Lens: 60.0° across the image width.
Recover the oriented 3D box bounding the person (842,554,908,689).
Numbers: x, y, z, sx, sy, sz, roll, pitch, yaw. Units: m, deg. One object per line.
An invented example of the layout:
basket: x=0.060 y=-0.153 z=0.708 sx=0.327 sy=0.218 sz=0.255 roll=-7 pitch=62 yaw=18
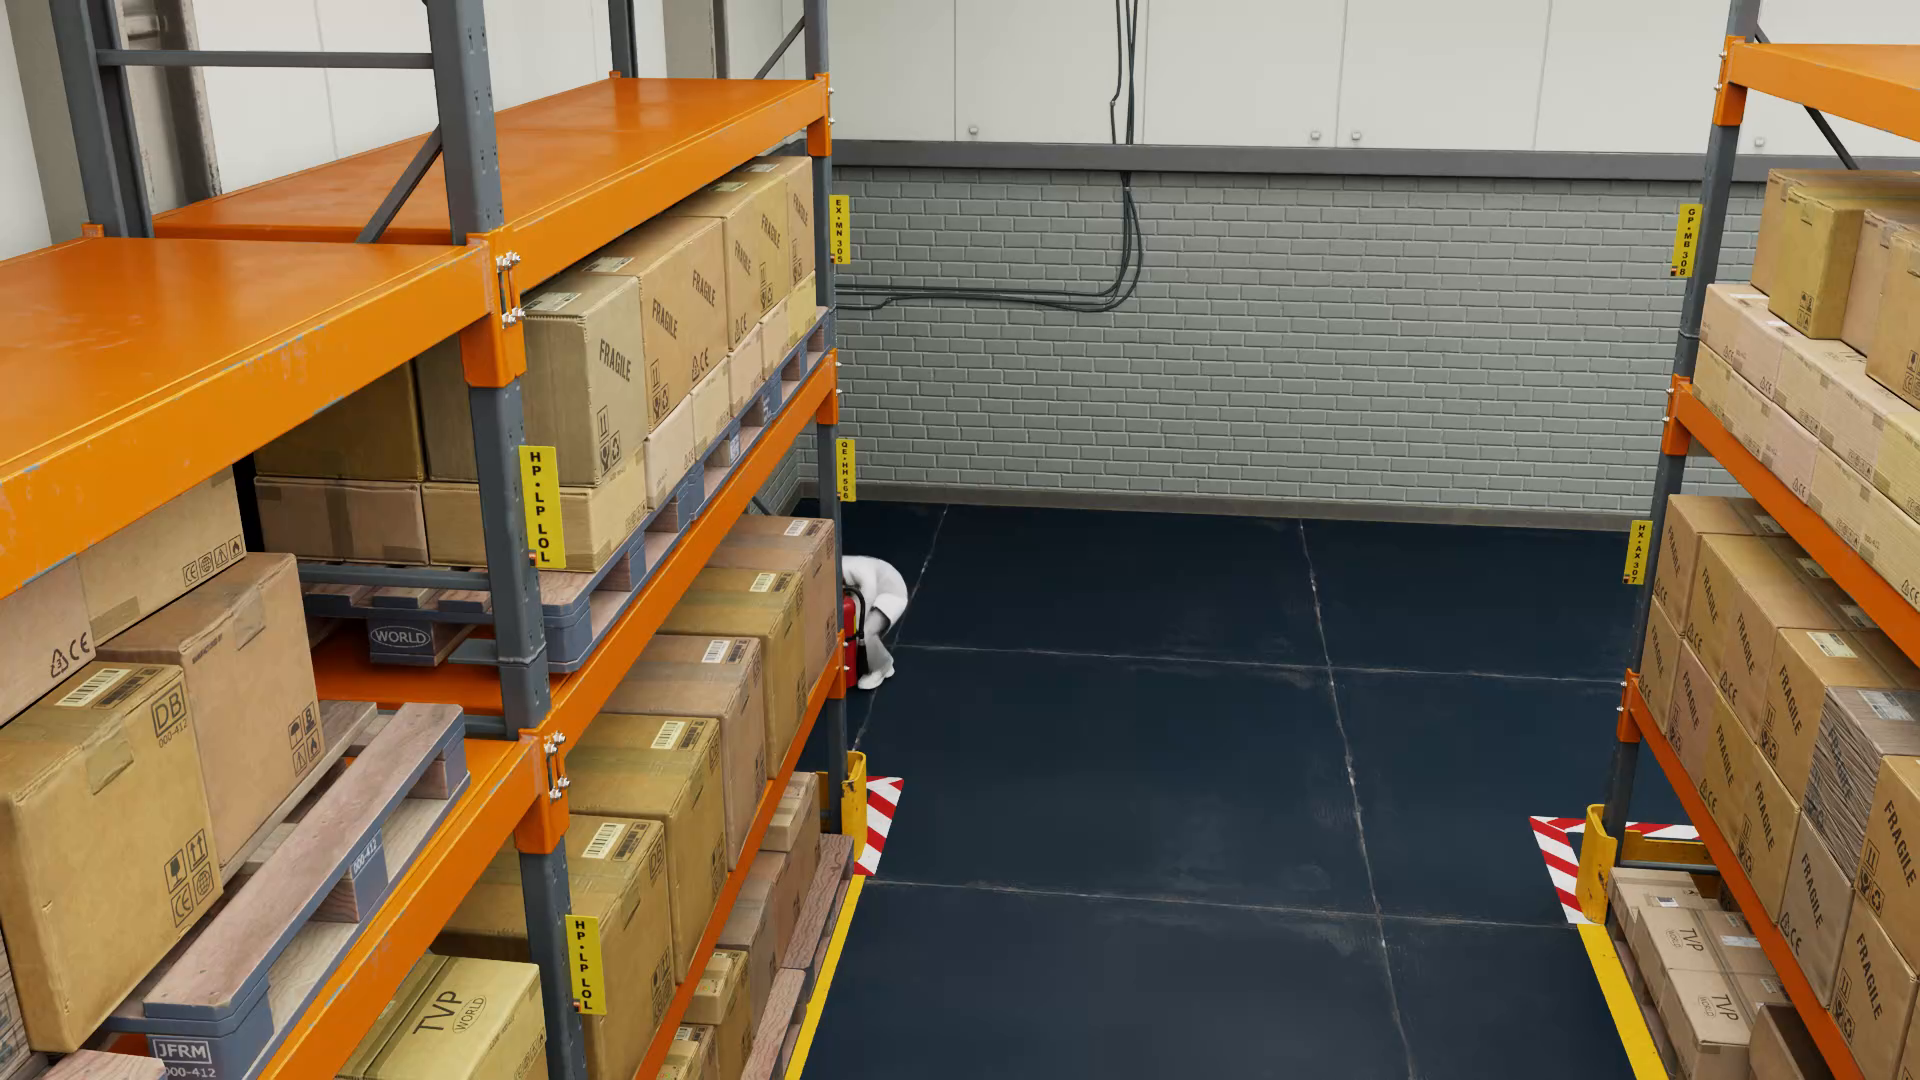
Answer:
person: x=-0.736 y=0.523 z=10.920 sx=0.573 sy=0.935 sz=0.982 roll=16 pitch=26 yaw=35
